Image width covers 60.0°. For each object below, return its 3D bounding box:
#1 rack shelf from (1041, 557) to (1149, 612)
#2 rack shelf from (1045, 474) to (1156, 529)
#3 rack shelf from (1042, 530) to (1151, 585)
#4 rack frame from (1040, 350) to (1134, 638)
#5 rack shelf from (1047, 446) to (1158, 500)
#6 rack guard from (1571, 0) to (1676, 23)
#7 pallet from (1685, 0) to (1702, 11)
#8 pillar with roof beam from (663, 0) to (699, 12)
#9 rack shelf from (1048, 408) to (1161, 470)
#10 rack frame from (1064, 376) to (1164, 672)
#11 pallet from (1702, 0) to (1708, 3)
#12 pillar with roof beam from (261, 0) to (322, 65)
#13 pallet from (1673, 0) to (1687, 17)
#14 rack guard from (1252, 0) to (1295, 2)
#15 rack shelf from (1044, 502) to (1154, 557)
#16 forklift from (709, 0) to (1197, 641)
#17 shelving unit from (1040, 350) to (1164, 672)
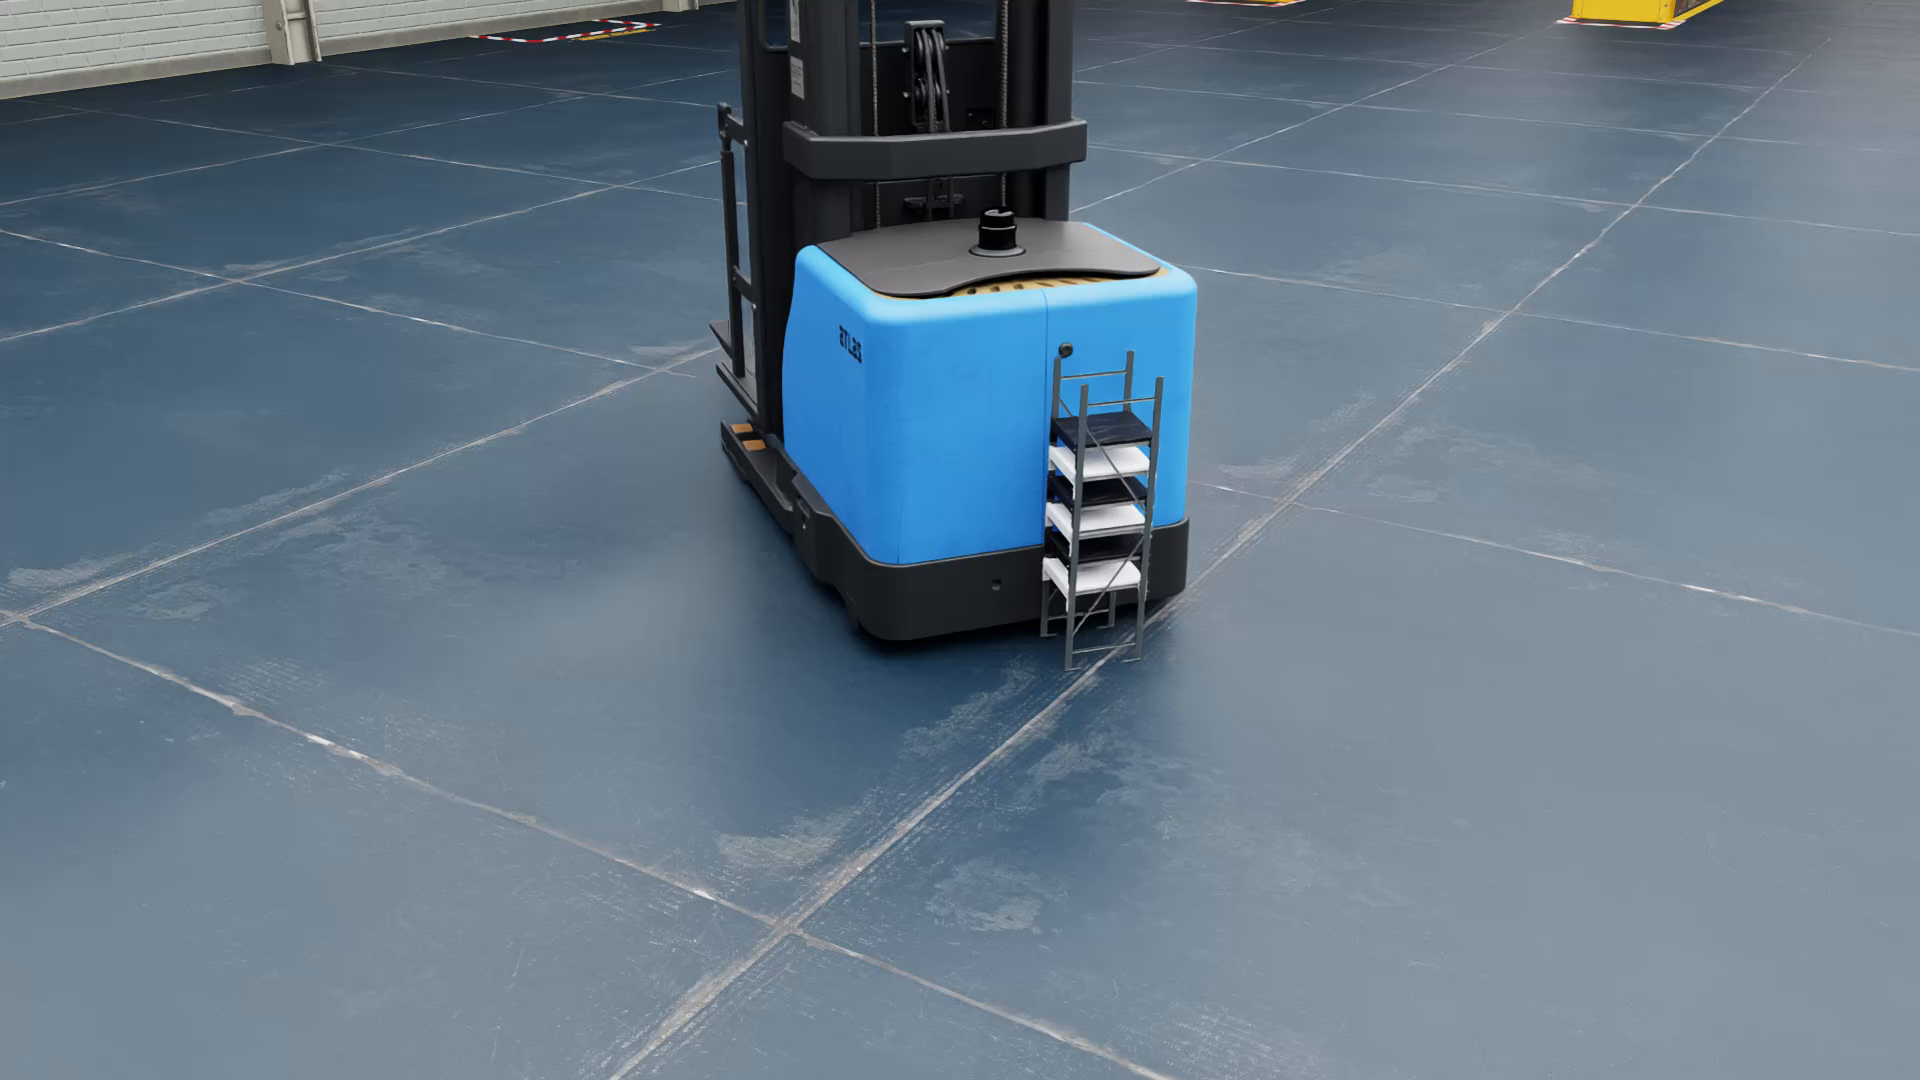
[{"bbox_3d":[0.393,0.115,4.872,0.258,0.077,0.200,-7,29,-16],"label":"rack shelf"},{"bbox_3d":[0.399,-0.125,4.748,0.258,0.077,0.200,-7,29,-16],"label":"rack shelf"},{"bbox_3d":[0.395,0.035,4.831,0.258,0.077,0.200,-7,29,-16],"label":"rack shelf"},{"bbox_3d":[0.367,-0.120,4.860,0.240,0.900,0.006,-7,29,-16],"label":"rack frame"},{"bbox_3d":[0.401,-0.205,4.707,0.258,0.077,0.200,-7,29,-16],"label":"rack shelf"},{"bbox_3d":[8.277,-6.749,20.710,1.175,0.500,0.348,14,27,29],"label":"rack guard"},{"bbox_3d":[9.354,-7.299,22.345,1.003,0.211,1.213,14,27,29],"label":"pallet"},{"bbox_3d":[-0.013,-10.180,17.938,9.100,9.000,0.400,14,27,29],"label":"pillar with roof beam"},{"bbox_3d":[0.403,-0.285,4.666,0.258,0.077,0.200,-7,29,-16],"label":"rack shelf"},{"bbox_3d":[0.429,-0.030,4.688,0.240,0.900,0.006,-7,29,-16],"label":"rack frame"},{"bbox_3d":[9.997,-7.713,23.300,1.003,0.211,1.213,14,27,29],"label":"pallet"},{"bbox_3d":[-3.178,-8.155,13.260,9.100,9.000,0.400,14,27,29],"label":"pillar with roof beam"},{"bbox_3d":[8.710,-6.889,21.398,1.003,0.211,1.213,14,27,29],"label":"pallet"},{"bbox_3d":[4.058,-7.744,23.010,1.175,0.500,0.348,14,27,29],"label":"rack guard"},{"bbox_3d":[0.397,-0.045,4.789,0.258,0.077,0.200,-7,29,-16],"label":"rack shelf"},{"bbox_3d":[-0.277,-1.606,5.771,1.130,2.935,3.031,-8,25,-19],"label":"forklift"},{"bbox_3d":[0.398,-0.075,4.774,0.258,0.900,0.210,-7,29,-16],"label":"shelving unit"}]
